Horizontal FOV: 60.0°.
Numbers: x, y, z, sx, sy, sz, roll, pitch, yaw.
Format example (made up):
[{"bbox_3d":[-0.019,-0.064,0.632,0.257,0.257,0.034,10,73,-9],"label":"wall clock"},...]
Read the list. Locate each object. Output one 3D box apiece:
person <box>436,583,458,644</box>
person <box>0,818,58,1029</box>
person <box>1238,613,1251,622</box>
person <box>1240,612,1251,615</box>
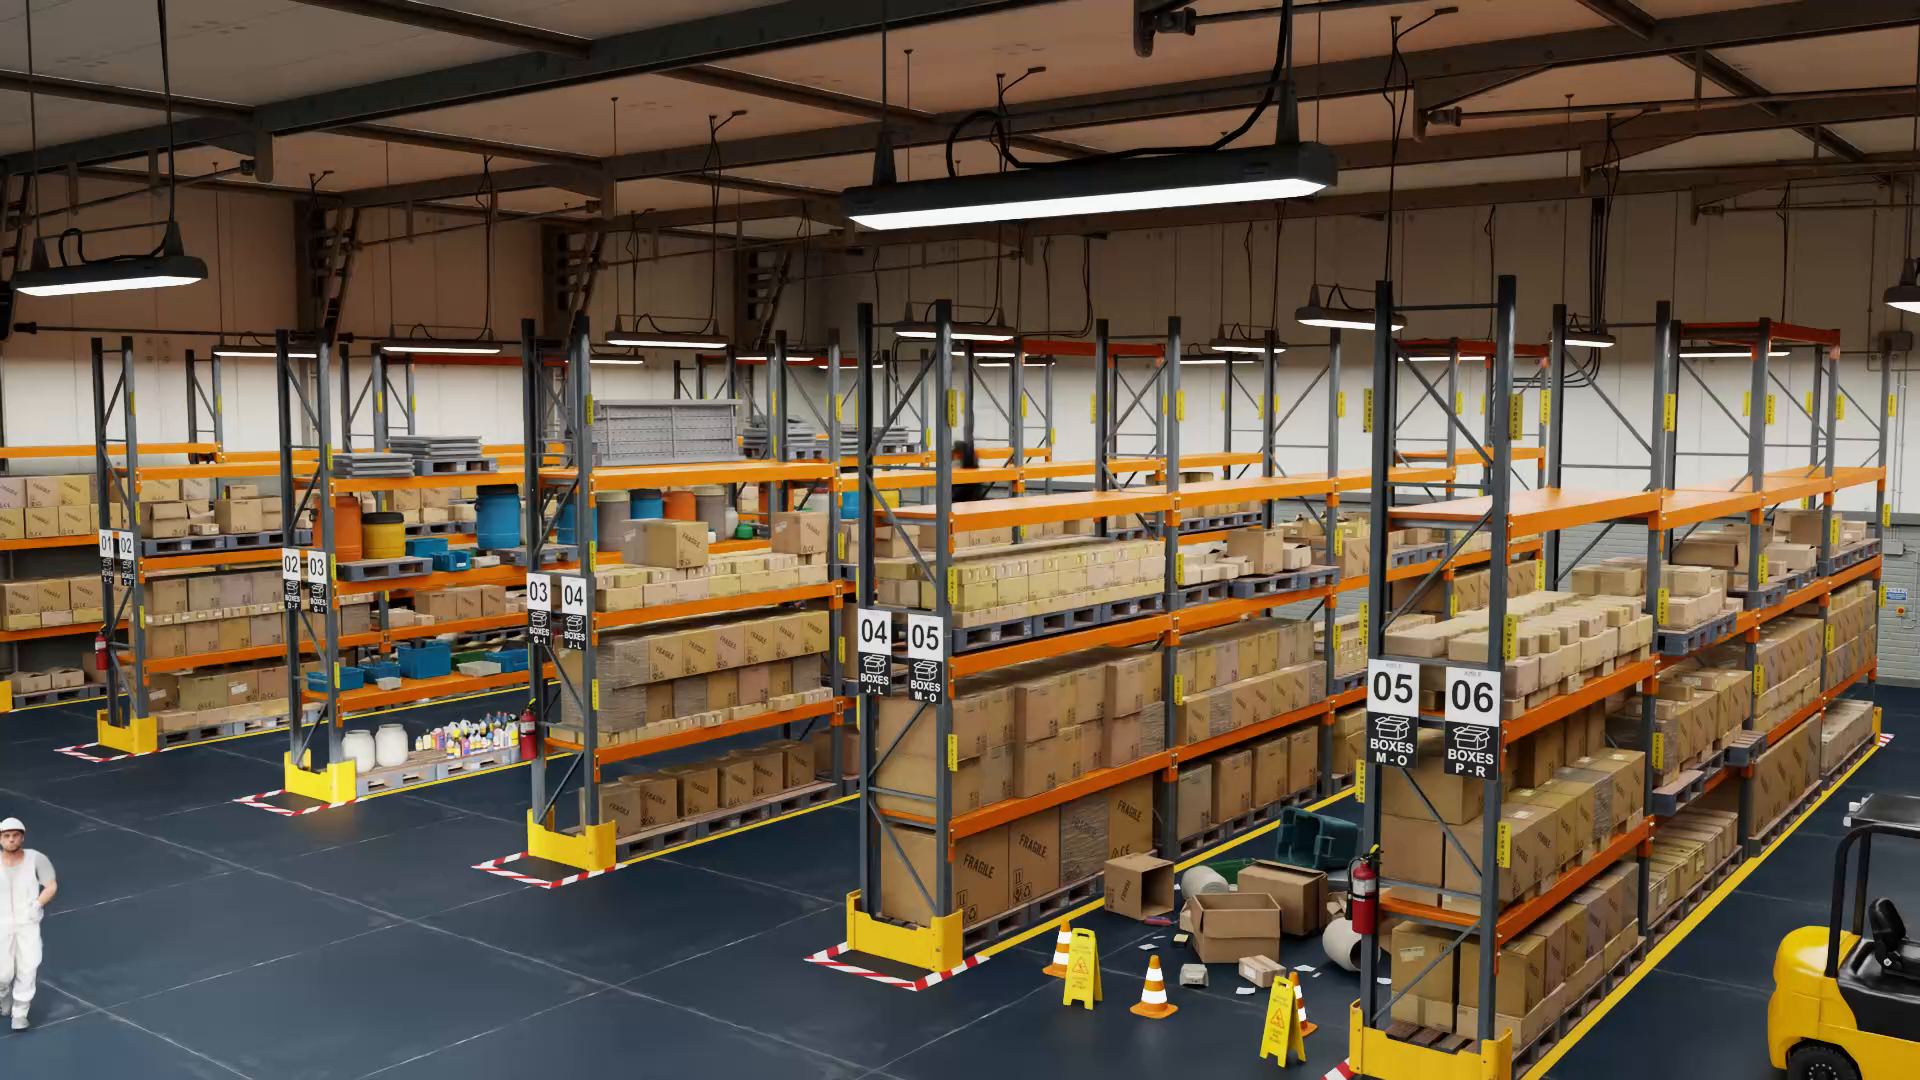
[{"bbox_3d":[-9.438,1.674,30.648,0.716,1.653,0.630,4,6,39],"label":"person"},{"bbox_3d":[-7.672,3.123,13.483,0.656,1.739,0.587,-3,6,-31],"label":"person"},{"bbox_3d":[4.072,1.926,23.916,0.646,1.784,0.834,3,6,32],"label":"person"},{"bbox_3d":[4.682,1.976,27.463,0.567,1.623,0.540,3,6,33],"label":"person"}]
